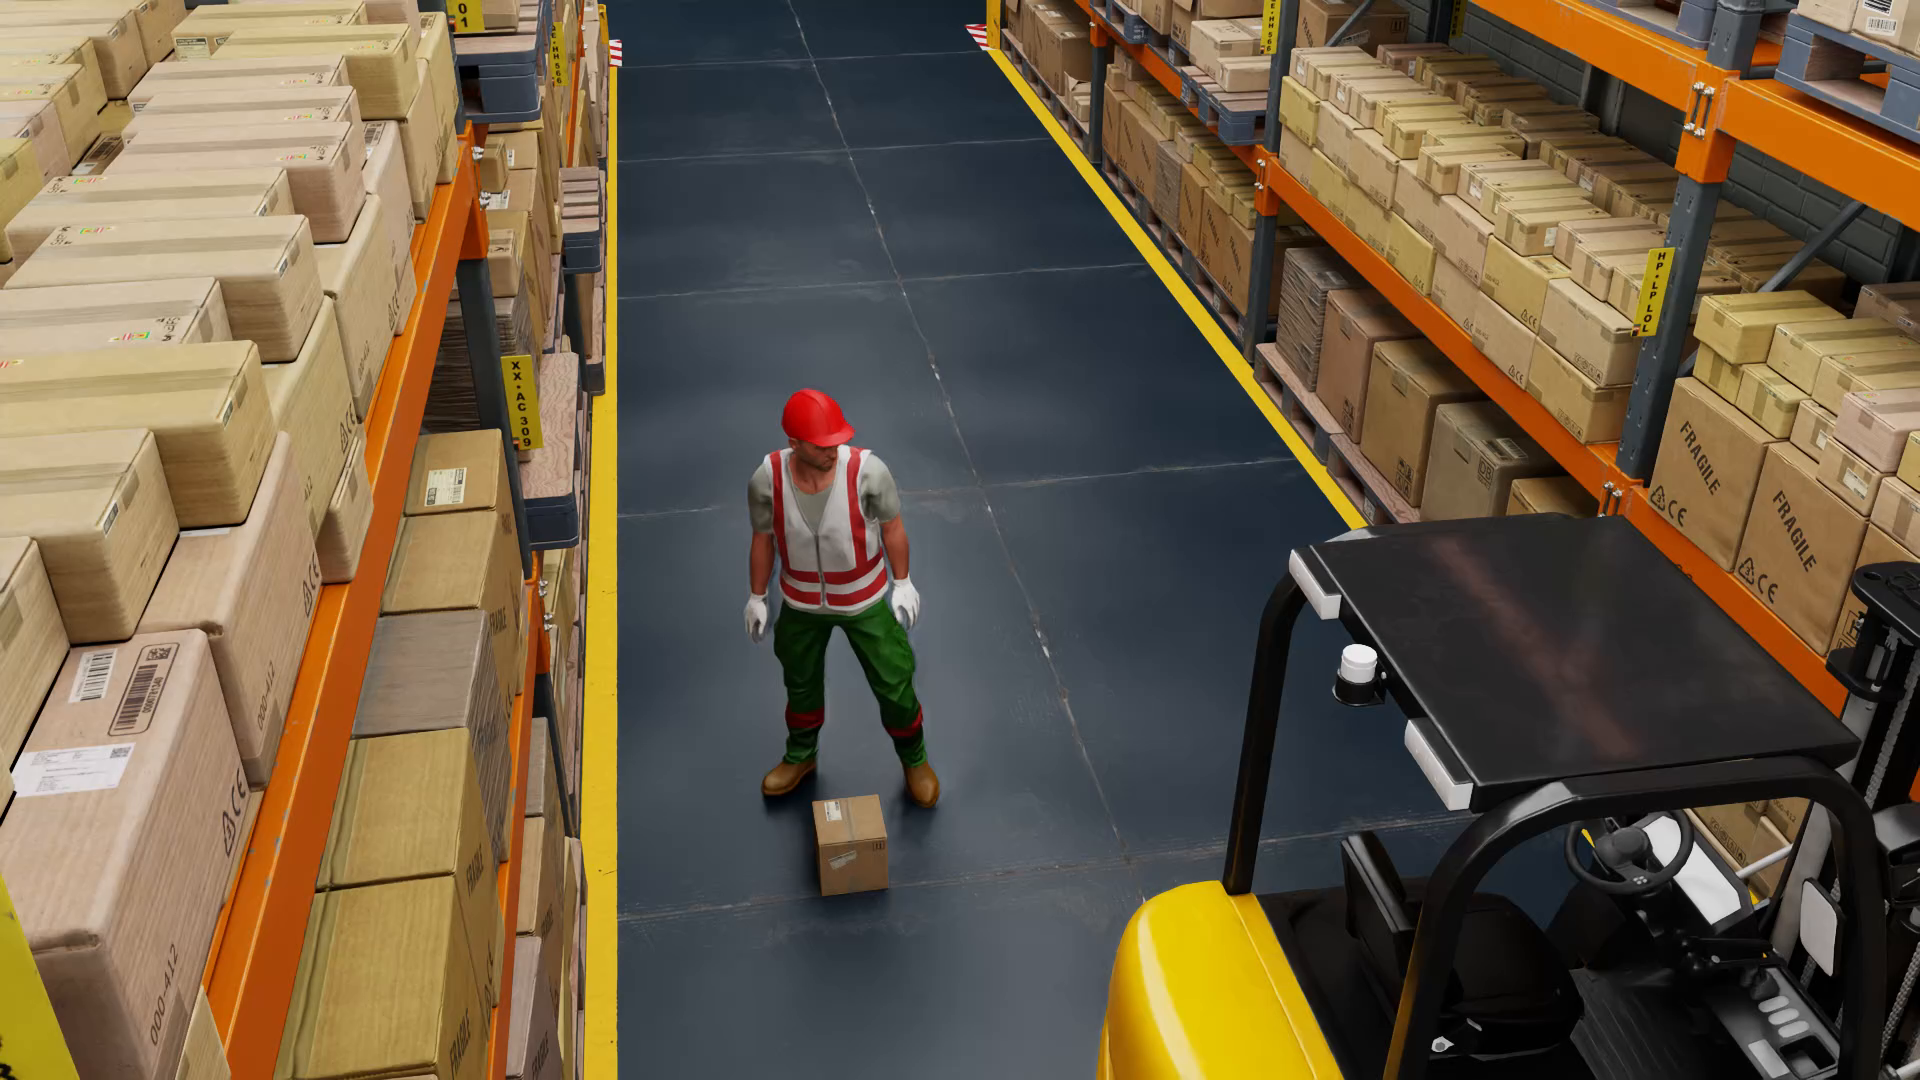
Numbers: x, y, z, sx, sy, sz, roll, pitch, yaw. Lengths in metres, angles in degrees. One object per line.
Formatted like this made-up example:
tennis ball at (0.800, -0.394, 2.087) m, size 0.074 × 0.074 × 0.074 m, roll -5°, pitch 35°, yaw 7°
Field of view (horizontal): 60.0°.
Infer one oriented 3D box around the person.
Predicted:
person at (-0.446, 0.235, 6.175) m, size 0.737 × 1.781 × 0.390 m, roll 5°, pitch 31°, yaw 8°
